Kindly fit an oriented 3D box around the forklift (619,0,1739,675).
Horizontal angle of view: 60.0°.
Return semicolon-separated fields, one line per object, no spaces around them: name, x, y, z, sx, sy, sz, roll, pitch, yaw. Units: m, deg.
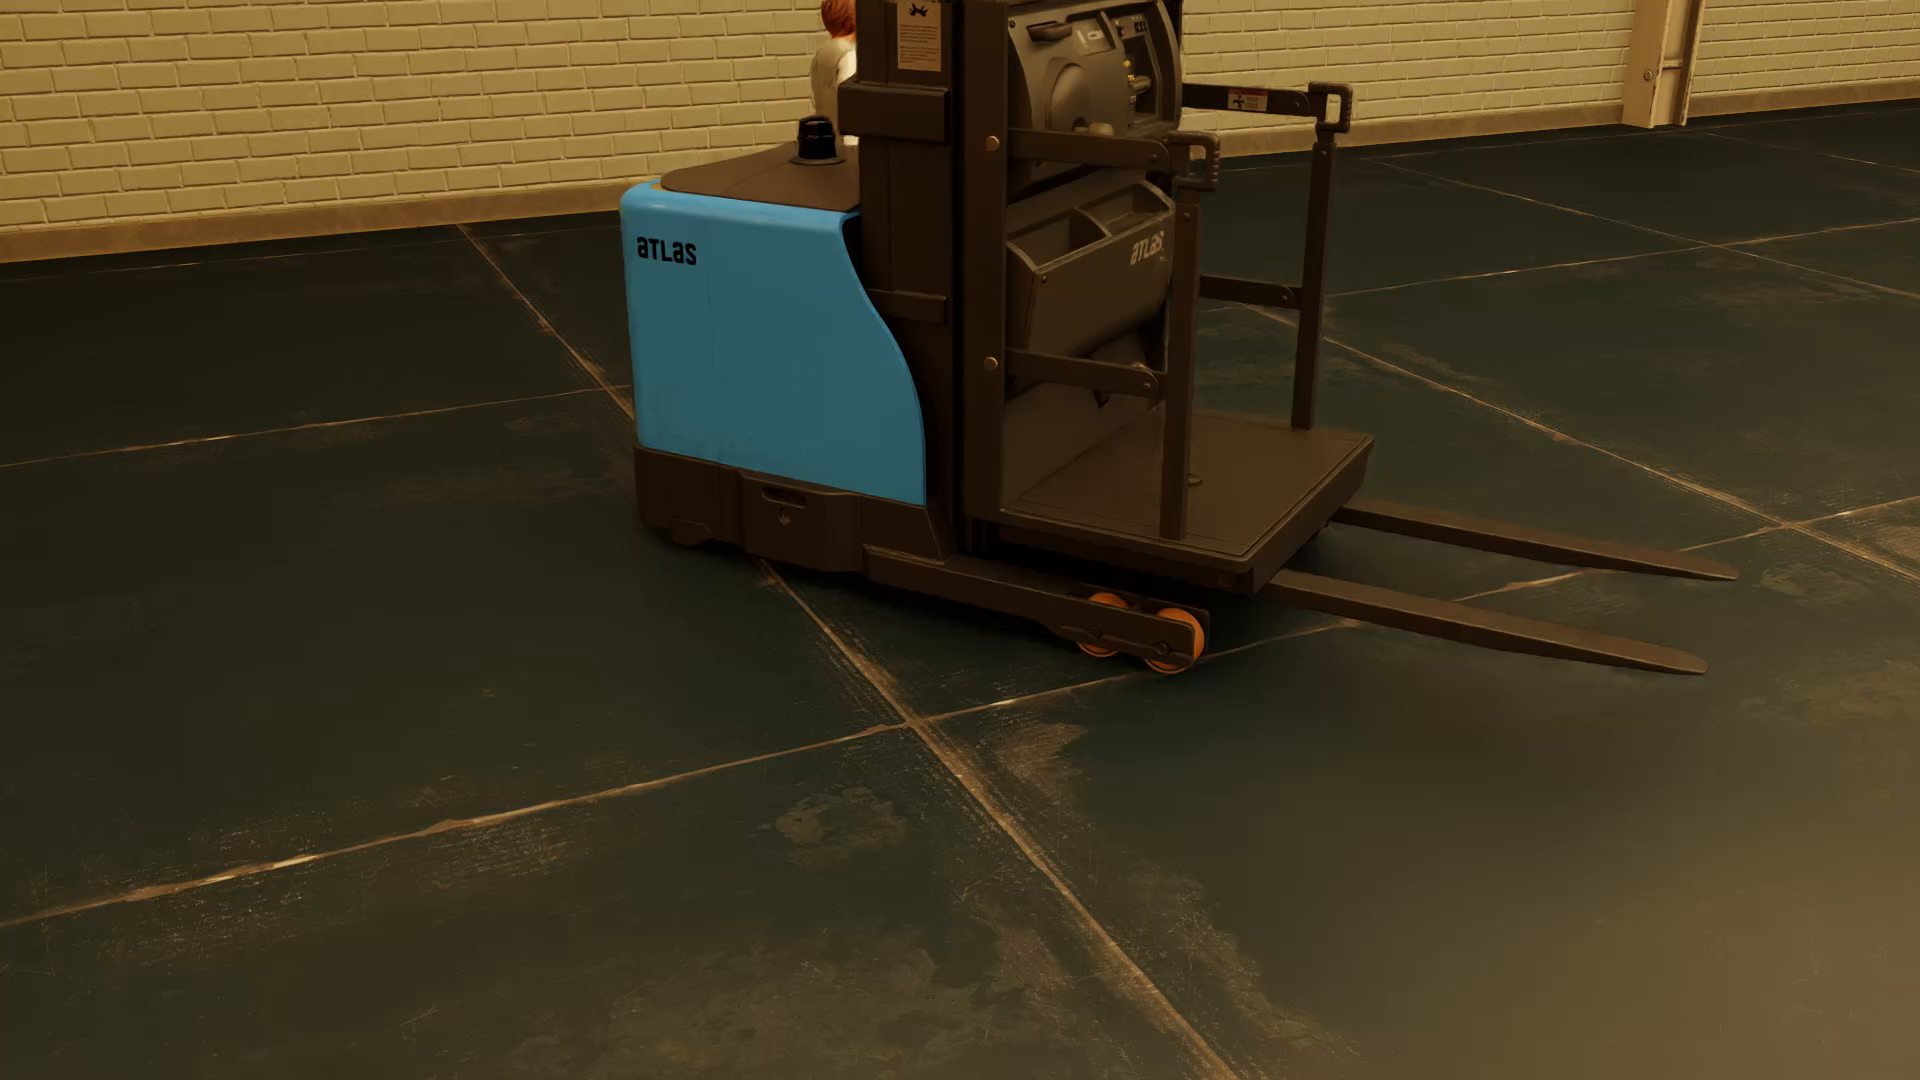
forklift;0.547;-1.242;4.275;3.031;2.935;1.130;12;26;27

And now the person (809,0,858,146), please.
person;-0.460;-1.321;6.311;0.436;1.523;0.734;-7;24;-16
